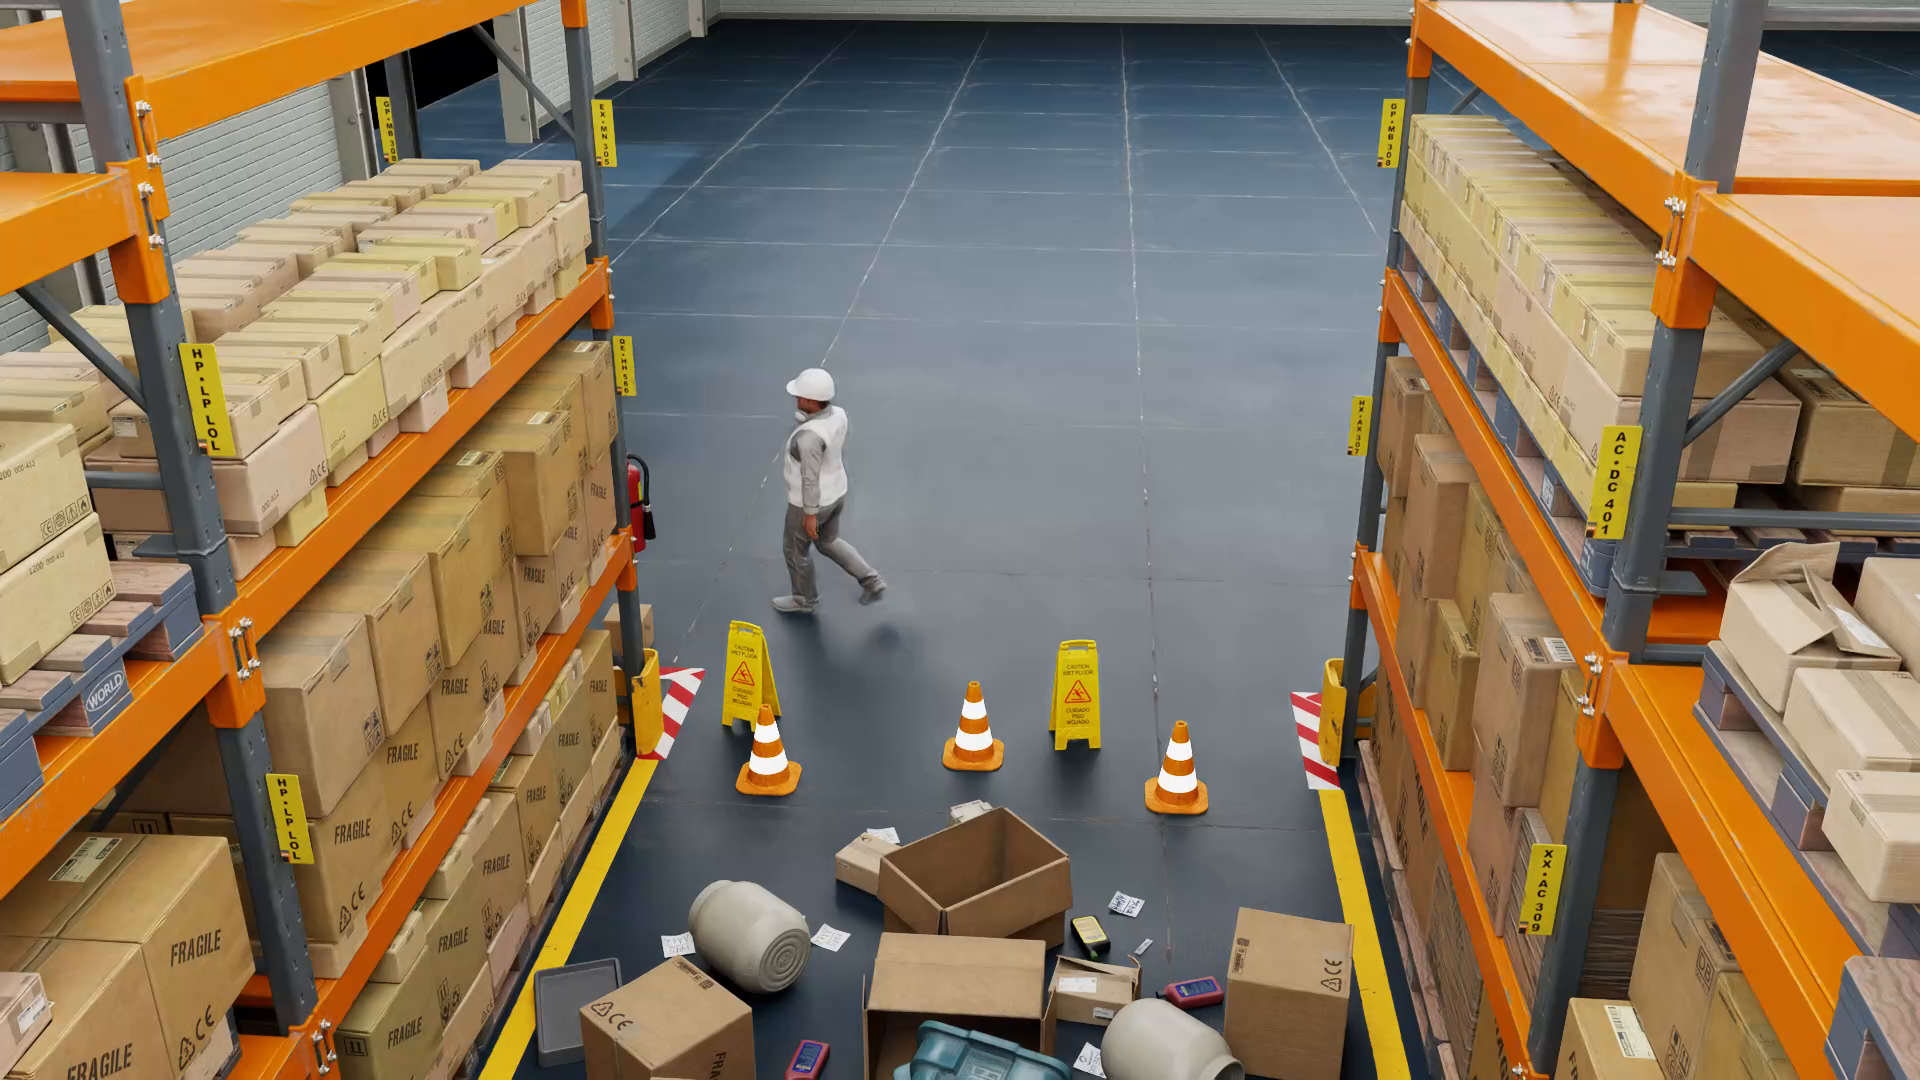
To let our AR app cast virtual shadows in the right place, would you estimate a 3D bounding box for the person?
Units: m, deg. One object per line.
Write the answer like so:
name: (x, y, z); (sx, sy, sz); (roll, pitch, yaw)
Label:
person: (-0.881, -0.285, 10.593); (0.796, 1.741, 0.584); (10, 26, 21)
